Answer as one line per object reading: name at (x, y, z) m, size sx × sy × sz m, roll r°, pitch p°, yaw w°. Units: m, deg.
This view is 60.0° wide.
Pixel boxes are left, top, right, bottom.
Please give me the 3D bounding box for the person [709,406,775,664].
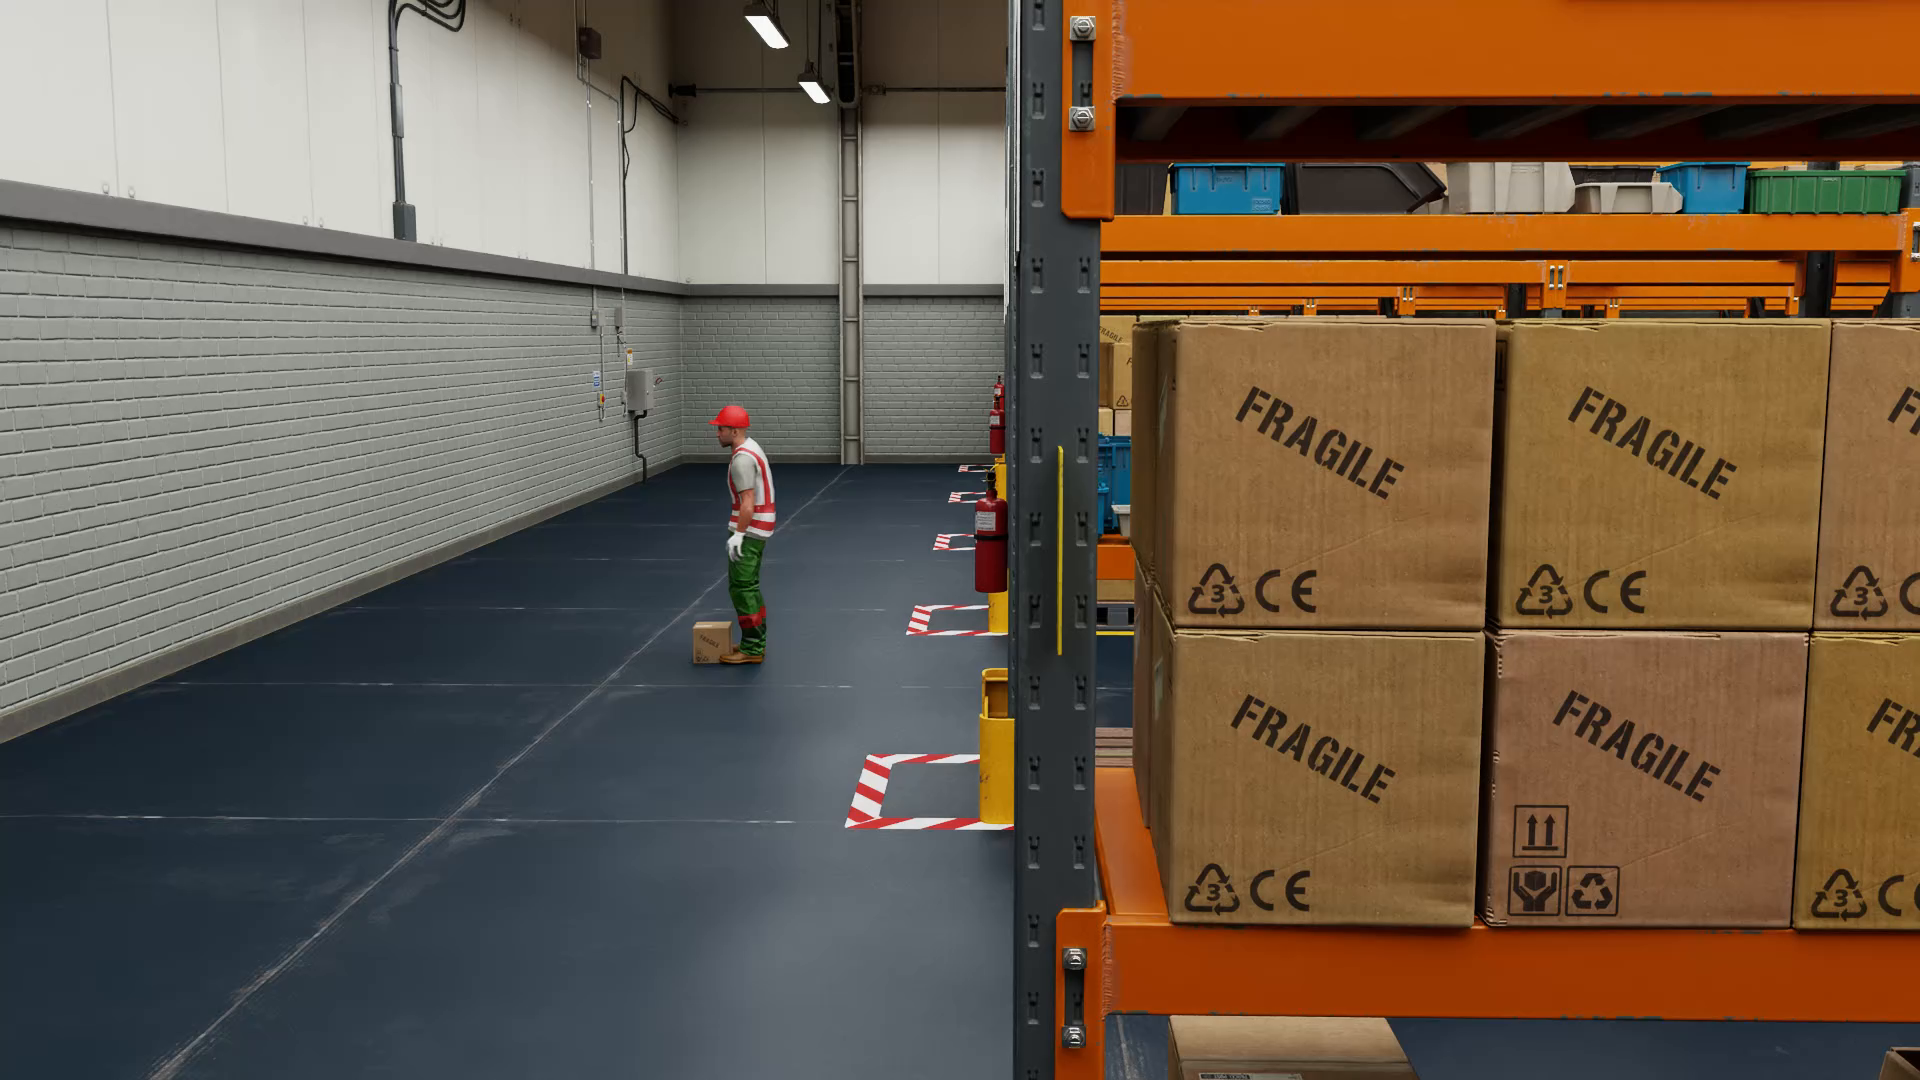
person at (-1.501, -0.040, 11.516) m, size 0.445 × 1.781 × 0.621 m, roll 0°, pitch 7°, yaw -2°
